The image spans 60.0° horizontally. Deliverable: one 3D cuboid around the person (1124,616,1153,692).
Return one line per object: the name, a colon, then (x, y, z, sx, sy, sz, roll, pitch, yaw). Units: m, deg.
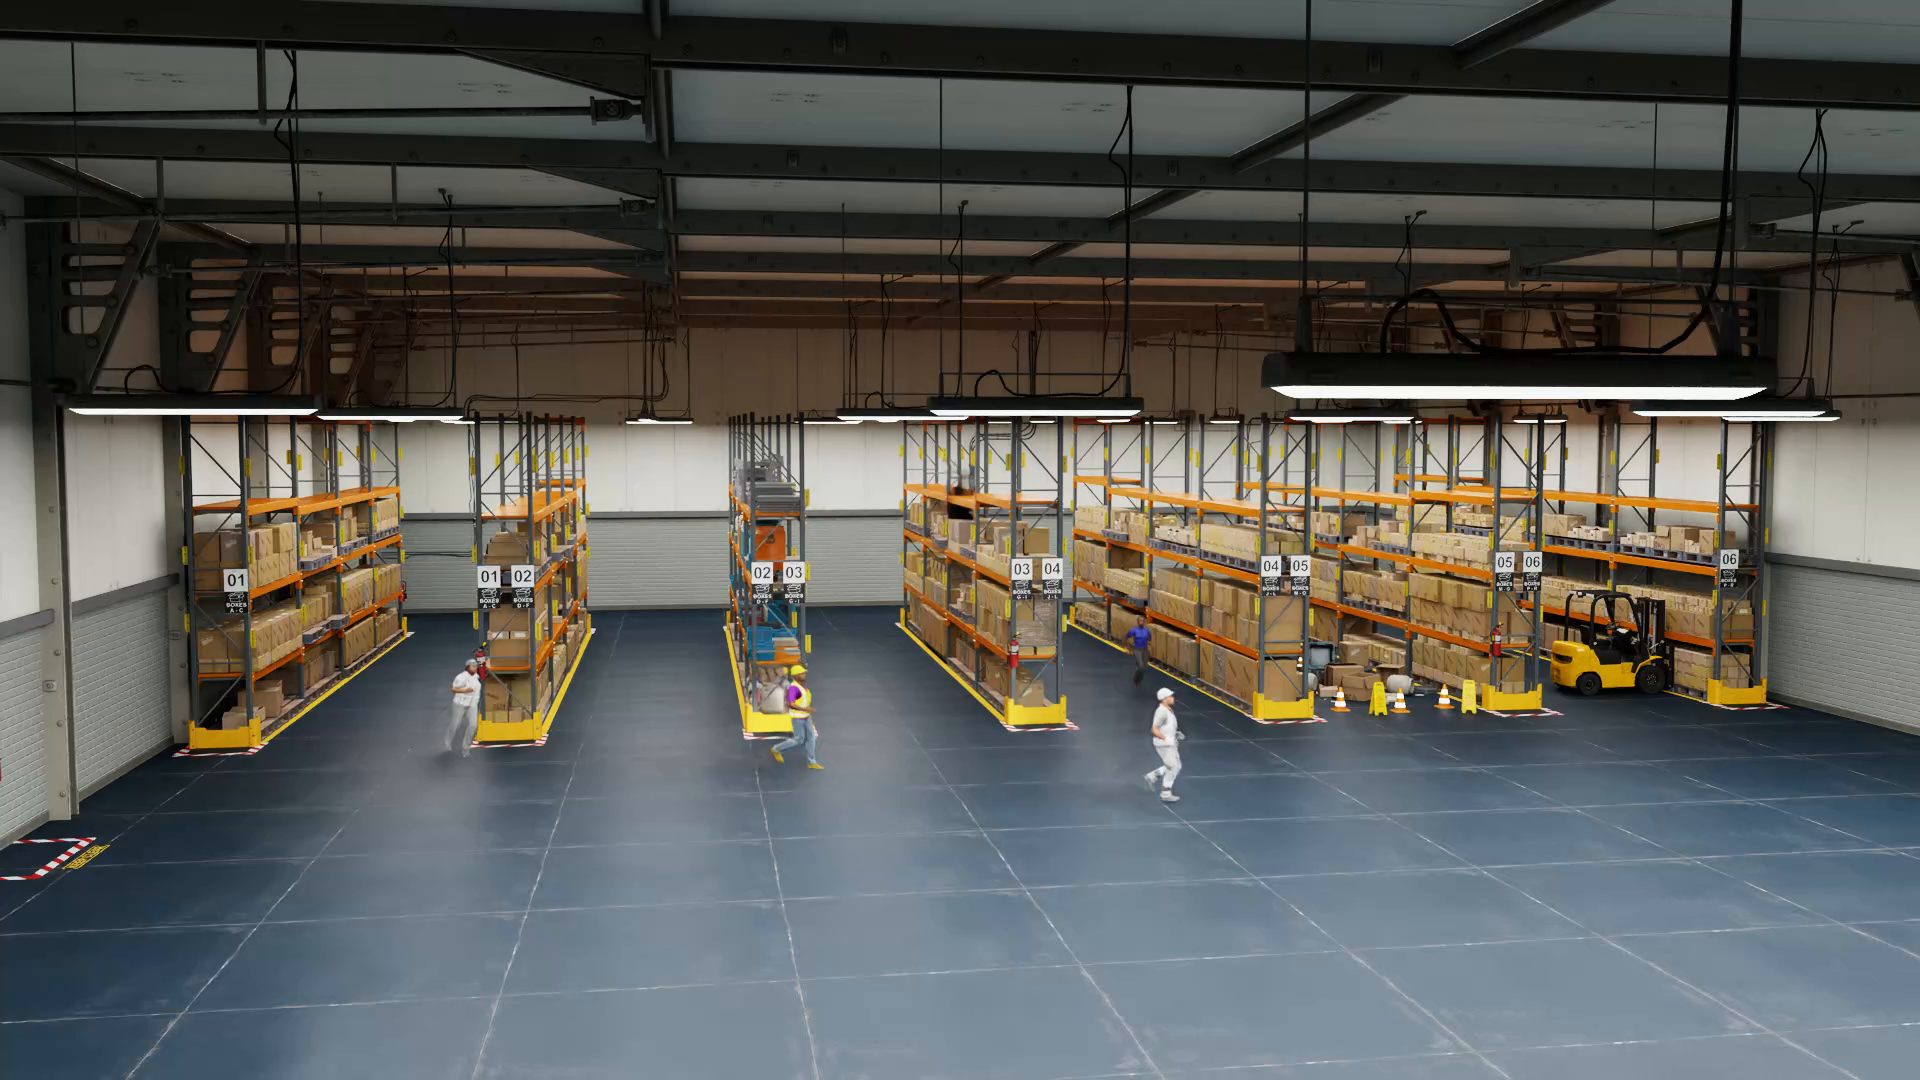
person: (3.896, 2.462, 35.834, 0.545, 1.643, 0.657, -2, 4, -22)

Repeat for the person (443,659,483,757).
person: (-8.660, 2.932, 29.167, 0.642, 1.693, 0.740, -4, 5, -42)

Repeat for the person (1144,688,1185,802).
person: (3.096, 3.123, 25.389, 0.612, 1.742, 0.643, 1, 4, 19)

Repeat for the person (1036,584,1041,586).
person: (1.870, 1.813, 40.482, 0.676, 1.802, 0.709, -1, 4, -15)

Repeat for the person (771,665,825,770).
person: (-2.697, 2.960, 27.706, 0.922, 1.761, 0.705, 1, 4, 12)
